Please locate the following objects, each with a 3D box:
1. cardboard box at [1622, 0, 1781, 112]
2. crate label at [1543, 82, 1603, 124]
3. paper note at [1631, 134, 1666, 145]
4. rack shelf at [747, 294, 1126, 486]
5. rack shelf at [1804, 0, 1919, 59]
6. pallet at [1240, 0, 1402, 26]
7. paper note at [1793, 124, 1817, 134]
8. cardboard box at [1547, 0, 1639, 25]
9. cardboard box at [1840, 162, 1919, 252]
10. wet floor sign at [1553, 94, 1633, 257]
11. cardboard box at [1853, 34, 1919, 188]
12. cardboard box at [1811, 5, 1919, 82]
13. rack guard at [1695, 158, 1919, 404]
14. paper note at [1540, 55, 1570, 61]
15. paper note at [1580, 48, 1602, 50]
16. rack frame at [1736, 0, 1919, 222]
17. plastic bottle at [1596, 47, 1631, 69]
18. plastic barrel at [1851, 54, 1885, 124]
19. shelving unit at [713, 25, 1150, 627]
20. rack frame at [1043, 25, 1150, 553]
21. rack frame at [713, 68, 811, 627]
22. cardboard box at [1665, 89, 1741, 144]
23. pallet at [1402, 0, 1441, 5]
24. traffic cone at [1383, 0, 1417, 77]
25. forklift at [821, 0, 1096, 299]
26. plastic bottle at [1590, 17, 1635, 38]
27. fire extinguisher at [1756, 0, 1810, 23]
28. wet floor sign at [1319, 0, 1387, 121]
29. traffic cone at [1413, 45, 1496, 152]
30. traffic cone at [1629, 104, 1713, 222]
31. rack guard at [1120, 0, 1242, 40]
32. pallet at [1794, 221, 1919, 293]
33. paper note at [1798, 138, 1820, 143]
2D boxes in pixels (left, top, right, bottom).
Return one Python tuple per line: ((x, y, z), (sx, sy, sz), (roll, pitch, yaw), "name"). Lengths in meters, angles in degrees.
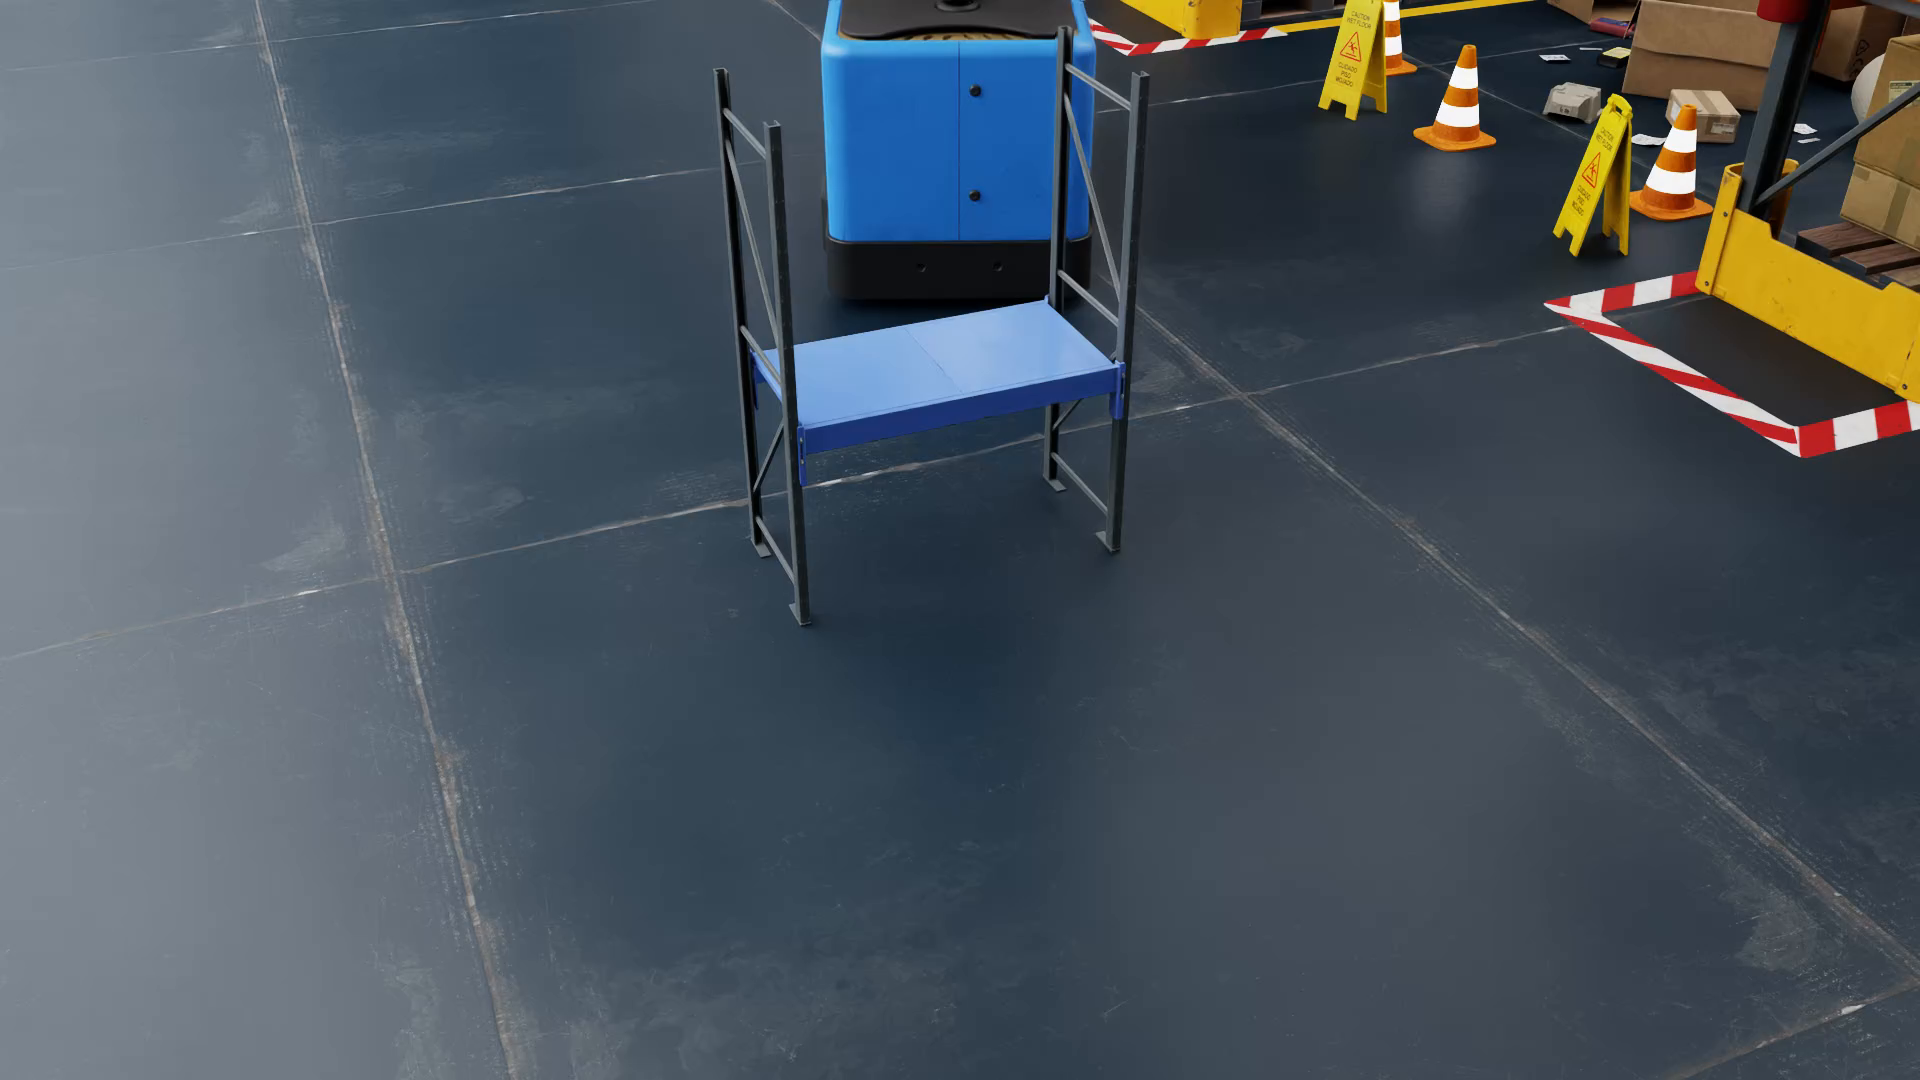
((3.966, -2.643, 8.851), (0.797, 0.503, 0.637), (16, 36, 23), "cardboard box")
((3.181, -2.269, 8.611), (0.250, 0.136, 0.298), (23, 39, 30), "crate label")
((3.427, -2.001, 8.298), (0.142, 0.019, 0.148), (-27, 42, -35), "paper note")
((-0.079, -0.460, 4.911), (1.000, 0.185, 0.538), (-13, 35, -19), "rack shelf")
((5.170, -2.166, 6.488), (4.000, 0.370, 1.077), (-13, 35, -19), "rack shelf")
((2.024, -3.552, 10.516), (1.213, 0.211, 1.003), (-13, 35, -19), "pallet")
((4.269, -2.101, 8.461), (0.142, 0.019, 0.148), (-2, 33, -2), "paper note")
((3.971, -3.467, 10.118), (0.500, 0.500, 0.500), (-7, 34, -11), "cardboard box")
((3.990, -1.380, 6.757), (0.500, 0.250, 0.500), (-13, 35, -19), "cardboard box")
((2.737, -1.557, 7.051), (0.232, 0.644, 0.267), (-2, 33, -2), "wet floor sign")
((3.964, -1.683, 6.536), (0.500, 0.500, 0.500), (-13, 35, -19), "cardboard box")
((4.825, -2.901, 9.123), (0.503, 0.637, 0.797), (-13, 35, -19), "cardboard box")
((3.396, -1.014, 6.350), (0.348, 0.500, 1.175), (-13, 35, -19), "rack guard")
((3.382, -2.737, 9.429), (0.142, 0.017, 0.144), (-2, 33, -2), "paper note")
((3.642, -2.834, 9.597), (0.123, 0.001, 0.032), (4, 33, 6), "paper note")
((3.326, -2.045, 5.643), (0.127, 3.000, 1.000), (-13, 35, -19), "rack frame")
((3.729, -2.733, 9.394), (0.283, 0.061, 0.133), (-27, 42, -35), "plastic bottle")
((4.645, -2.163, 8.186), (0.421, 0.421, 0.512), (10, 34, 14), "plastic barrel")
((-0.079, -0.611, 4.813), (1.048, 1.500, 0.538), (-13, 35, -19), "shelving unit")
((0.390, -0.718, 4.978), (0.032, 1.500, 0.500), (-13, 35, -19), "rack frame")
((-0.547, -0.503, 4.648), (0.032, 1.500, 0.500), (-13, 35, -19), "rack frame")
((3.752, -2.143, 8.407), (0.250, 0.149, 0.380), (4, 33, 6), "cardboard box")
((3.147, -3.808, 10.909), (1.213, 0.211, 1.003), (-13, 35, -19), "pallet")
((2.356, -2.848, 9.203), (0.334, 0.463, 0.336), (-13, 35, -19), "traffic cone")
((-0.030, -2.949, 7.095), (1.130, 2.935, 3.031), (-1, 33, -1), "forklift")
((3.896, -3.030, 9.851), (0.133, 0.061, 0.283), (-27, 42, -35), "plastic bottle")
((3.042, -2.221, 5.983), (0.183, 0.674, 0.296), (-13, 35, -19), "fire extinguisher")
((2.057, -2.525, 8.538), (0.232, 0.644, 0.267), (-19, 38, -27), "wet floor sign")
((2.480, -2.208, 8.219), (0.334, 0.463, 0.336), (-13, 35, -19), "traffic cone")
((3.223, -1.722, 7.472), (0.334, 0.463, 0.336), (-13, 35, -19), "traffic cone")
((1.295, -3.460, 10.110), (0.348, 0.500, 1.175), (-13, 35, -19), "rack guard")
((4.159, -1.046, 6.665), (1.213, 0.211, 1.003), (-13, 35, -19), "pallet")
((4.243, -1.996, 8.308), (0.123, 0.001, 0.032), (-13, 35, -19), "paper note")
